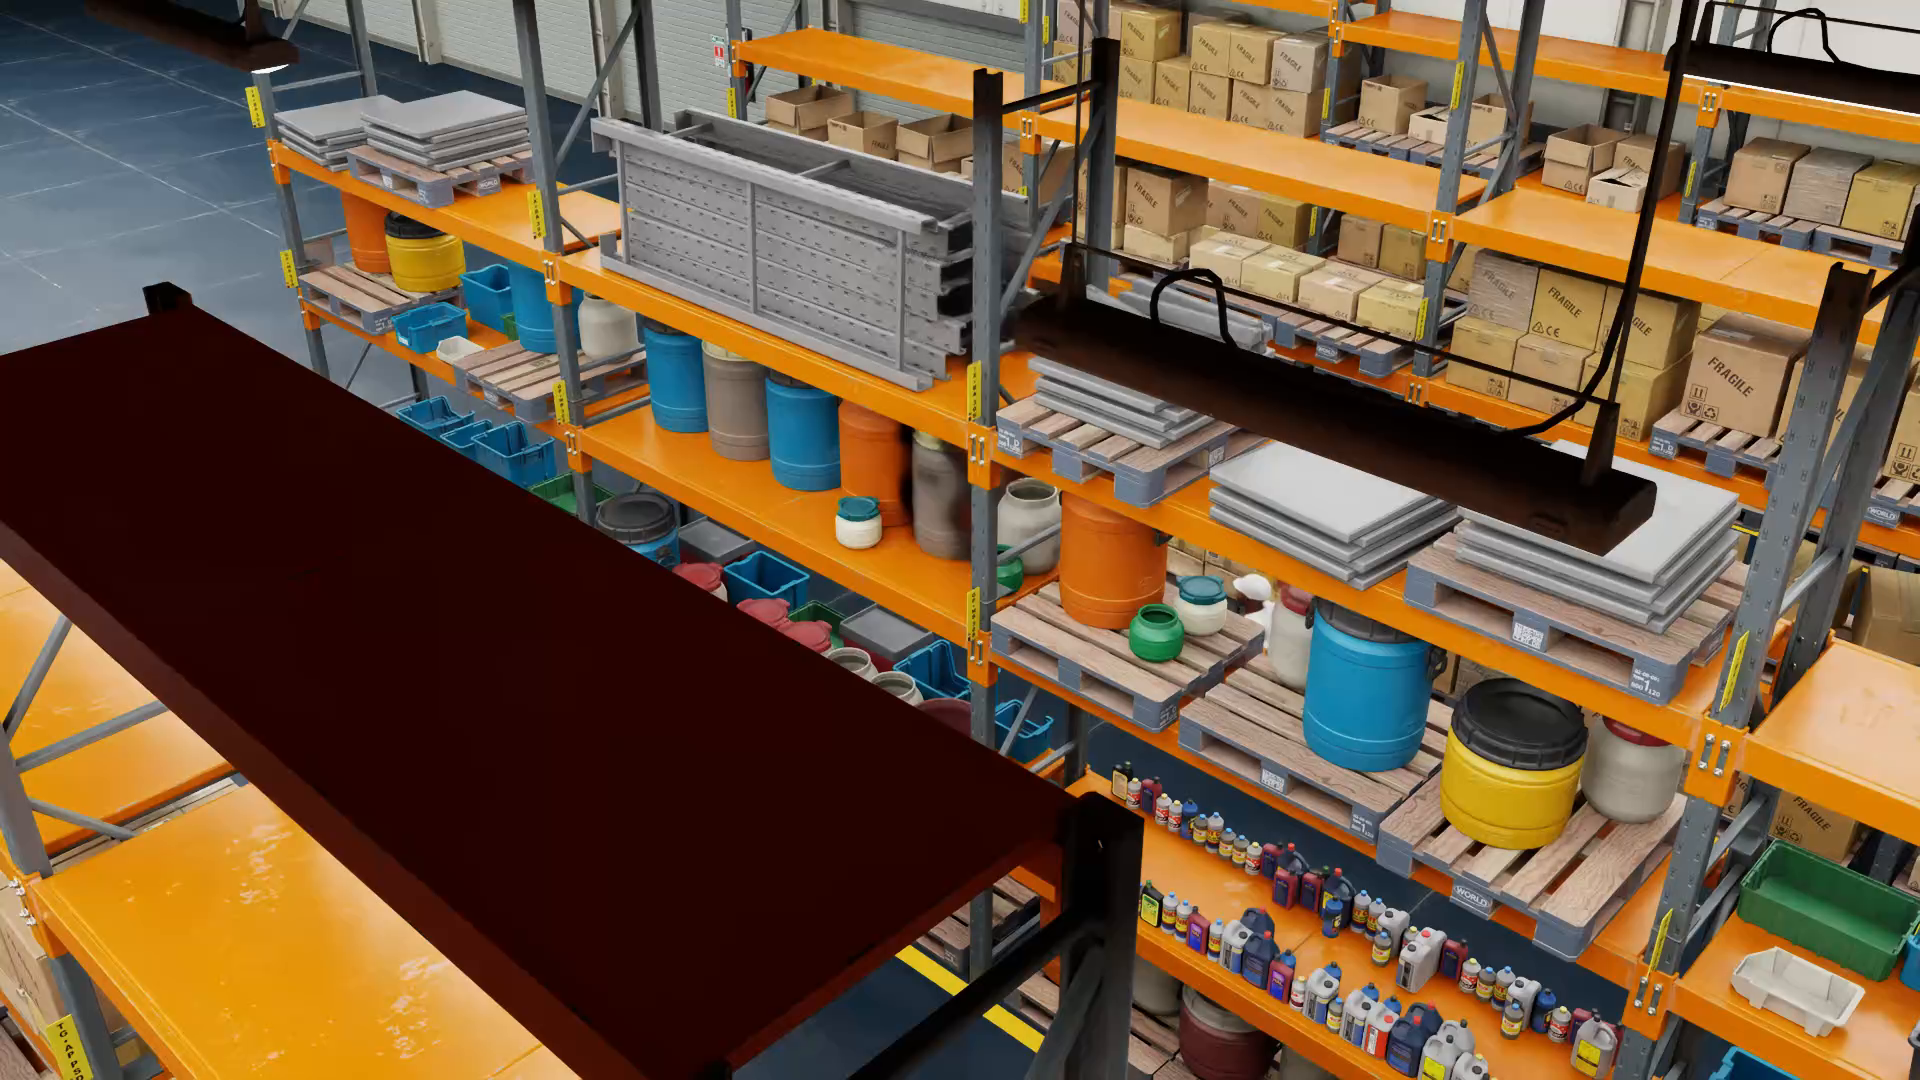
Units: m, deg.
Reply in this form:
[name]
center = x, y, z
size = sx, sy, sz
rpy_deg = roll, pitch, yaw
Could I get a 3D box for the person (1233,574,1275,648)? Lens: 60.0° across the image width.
[person]
center = 2.183, 1.069, 12.530
size = 0.870, 1.822, 0.664
rpy_deg = 24, 37, 36
